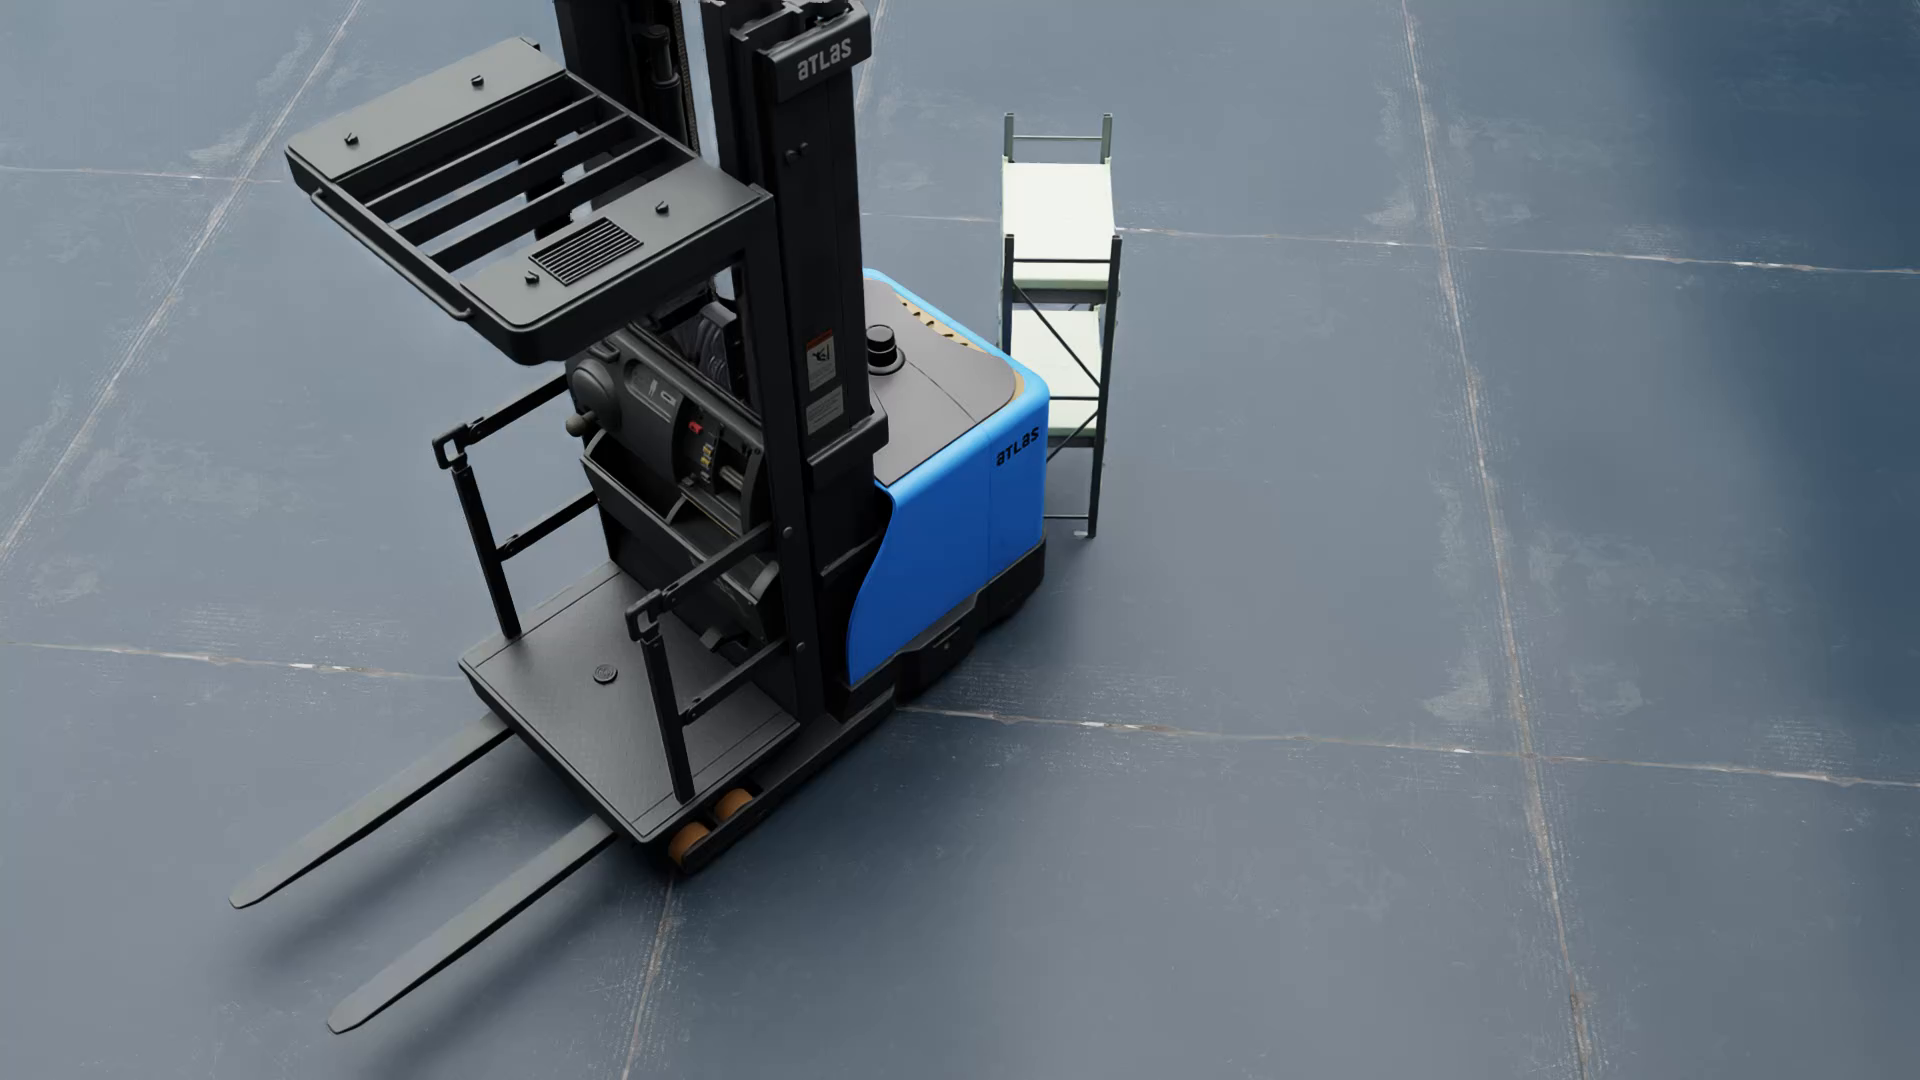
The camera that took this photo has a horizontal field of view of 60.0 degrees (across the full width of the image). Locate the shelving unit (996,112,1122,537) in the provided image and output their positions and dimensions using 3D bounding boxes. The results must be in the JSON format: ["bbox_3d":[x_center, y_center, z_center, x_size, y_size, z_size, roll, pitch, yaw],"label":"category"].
[{"bbox_3d":[0.359,-0.799,6.464,0.431,1.500,0.755,1,48,1],"label":"shelving unit"}]

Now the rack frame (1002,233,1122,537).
[{"bbox_3d":[0.352,-0.529,6.217,0.400,1.500,0.023,1,48,1],"label":"rack frame"}]

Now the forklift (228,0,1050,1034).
[{"bbox_3d":[-1.068,-0.294,5.033,3.031,2.935,1.130,-36,57,-28],"label":"forklift"}]

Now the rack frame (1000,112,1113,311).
[{"bbox_3d":[0.366,-1.069,6.711,0.400,1.500,0.023,1,48,1],"label":"rack frame"}]

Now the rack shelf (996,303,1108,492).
[{"bbox_3d":[0.359,-0.579,6.705,0.431,0.370,0.720,1,48,1],"label":"rack shelf"}]

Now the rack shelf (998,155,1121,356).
[{"bbox_3d":[0.359,-1.062,6.176,0.431,0.370,0.720,1,48,1],"label":"rack shelf"}]
